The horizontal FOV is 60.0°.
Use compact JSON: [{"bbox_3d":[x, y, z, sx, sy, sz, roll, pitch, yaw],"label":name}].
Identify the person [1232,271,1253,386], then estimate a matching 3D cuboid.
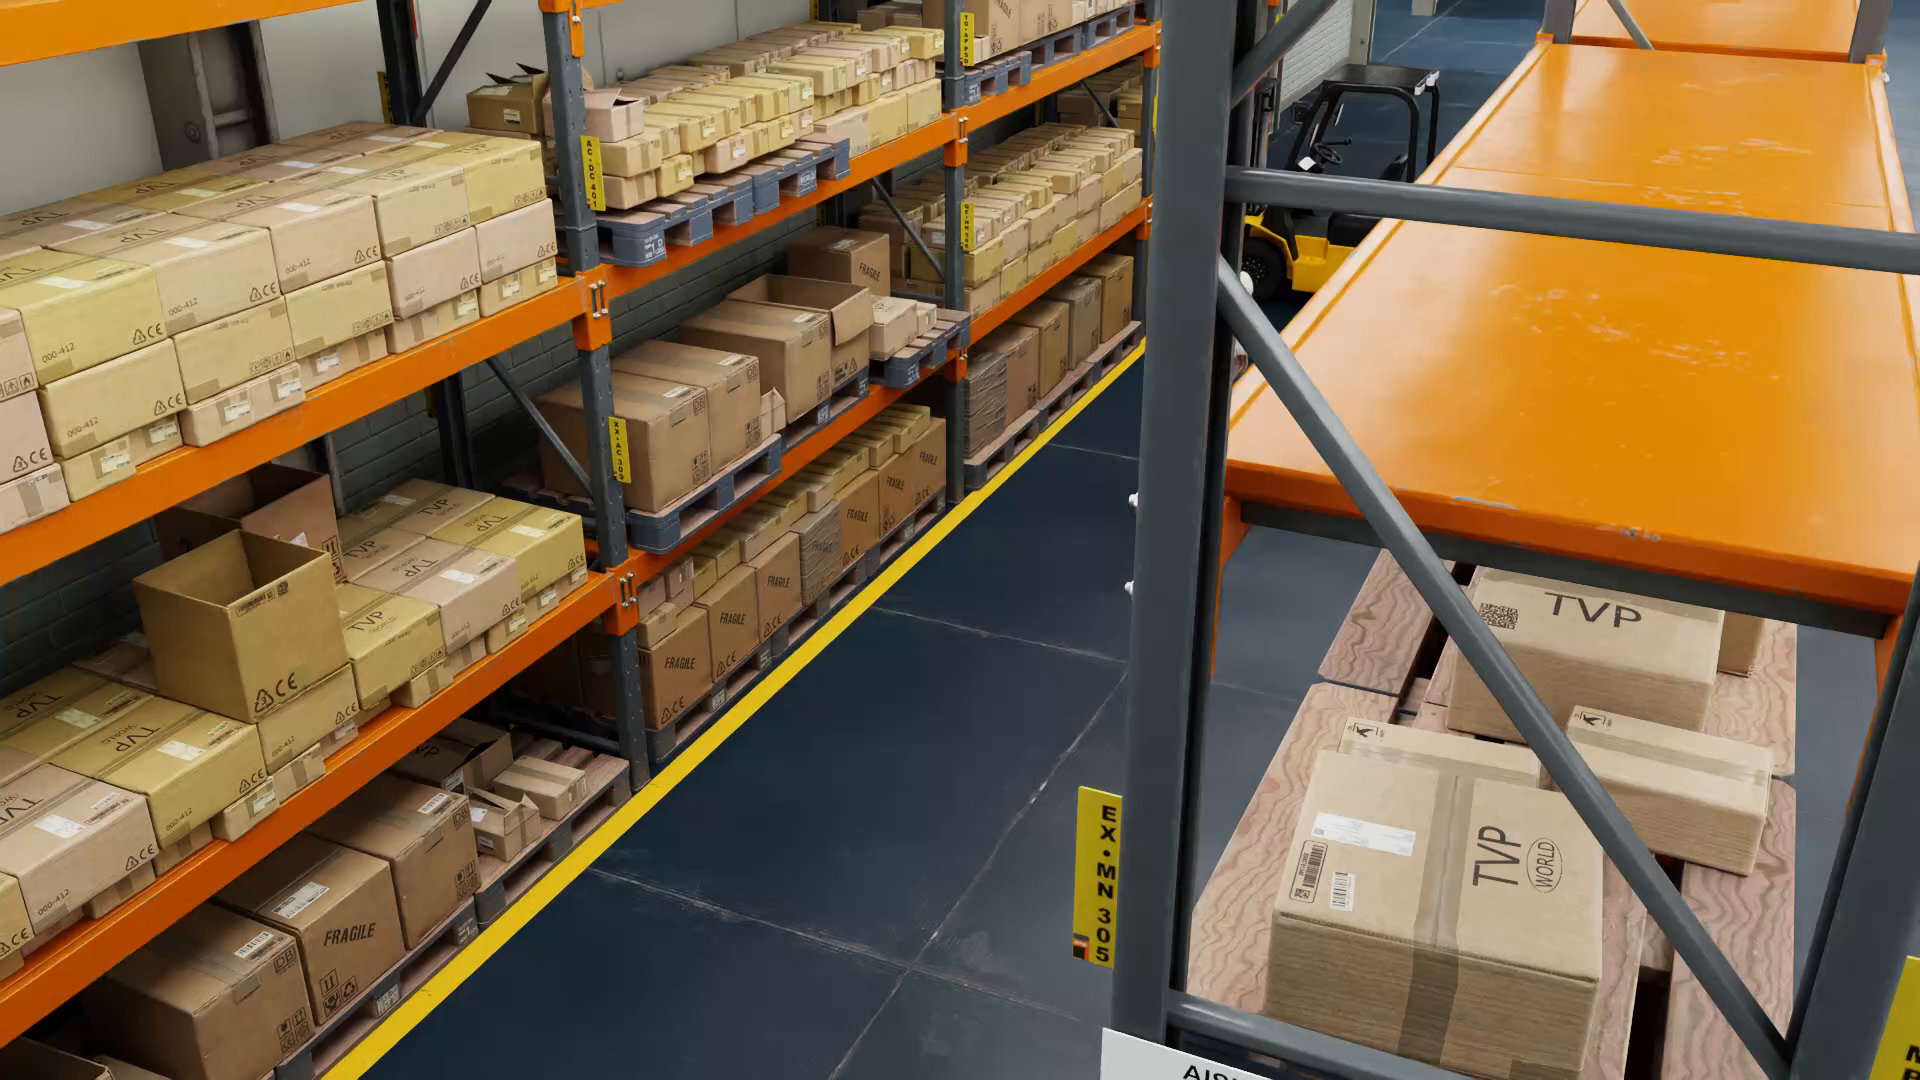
[{"bbox_3d":[1.888,-1.448,12.419,0.570,1.755,0.794,8,27,16],"label":"person"}]
